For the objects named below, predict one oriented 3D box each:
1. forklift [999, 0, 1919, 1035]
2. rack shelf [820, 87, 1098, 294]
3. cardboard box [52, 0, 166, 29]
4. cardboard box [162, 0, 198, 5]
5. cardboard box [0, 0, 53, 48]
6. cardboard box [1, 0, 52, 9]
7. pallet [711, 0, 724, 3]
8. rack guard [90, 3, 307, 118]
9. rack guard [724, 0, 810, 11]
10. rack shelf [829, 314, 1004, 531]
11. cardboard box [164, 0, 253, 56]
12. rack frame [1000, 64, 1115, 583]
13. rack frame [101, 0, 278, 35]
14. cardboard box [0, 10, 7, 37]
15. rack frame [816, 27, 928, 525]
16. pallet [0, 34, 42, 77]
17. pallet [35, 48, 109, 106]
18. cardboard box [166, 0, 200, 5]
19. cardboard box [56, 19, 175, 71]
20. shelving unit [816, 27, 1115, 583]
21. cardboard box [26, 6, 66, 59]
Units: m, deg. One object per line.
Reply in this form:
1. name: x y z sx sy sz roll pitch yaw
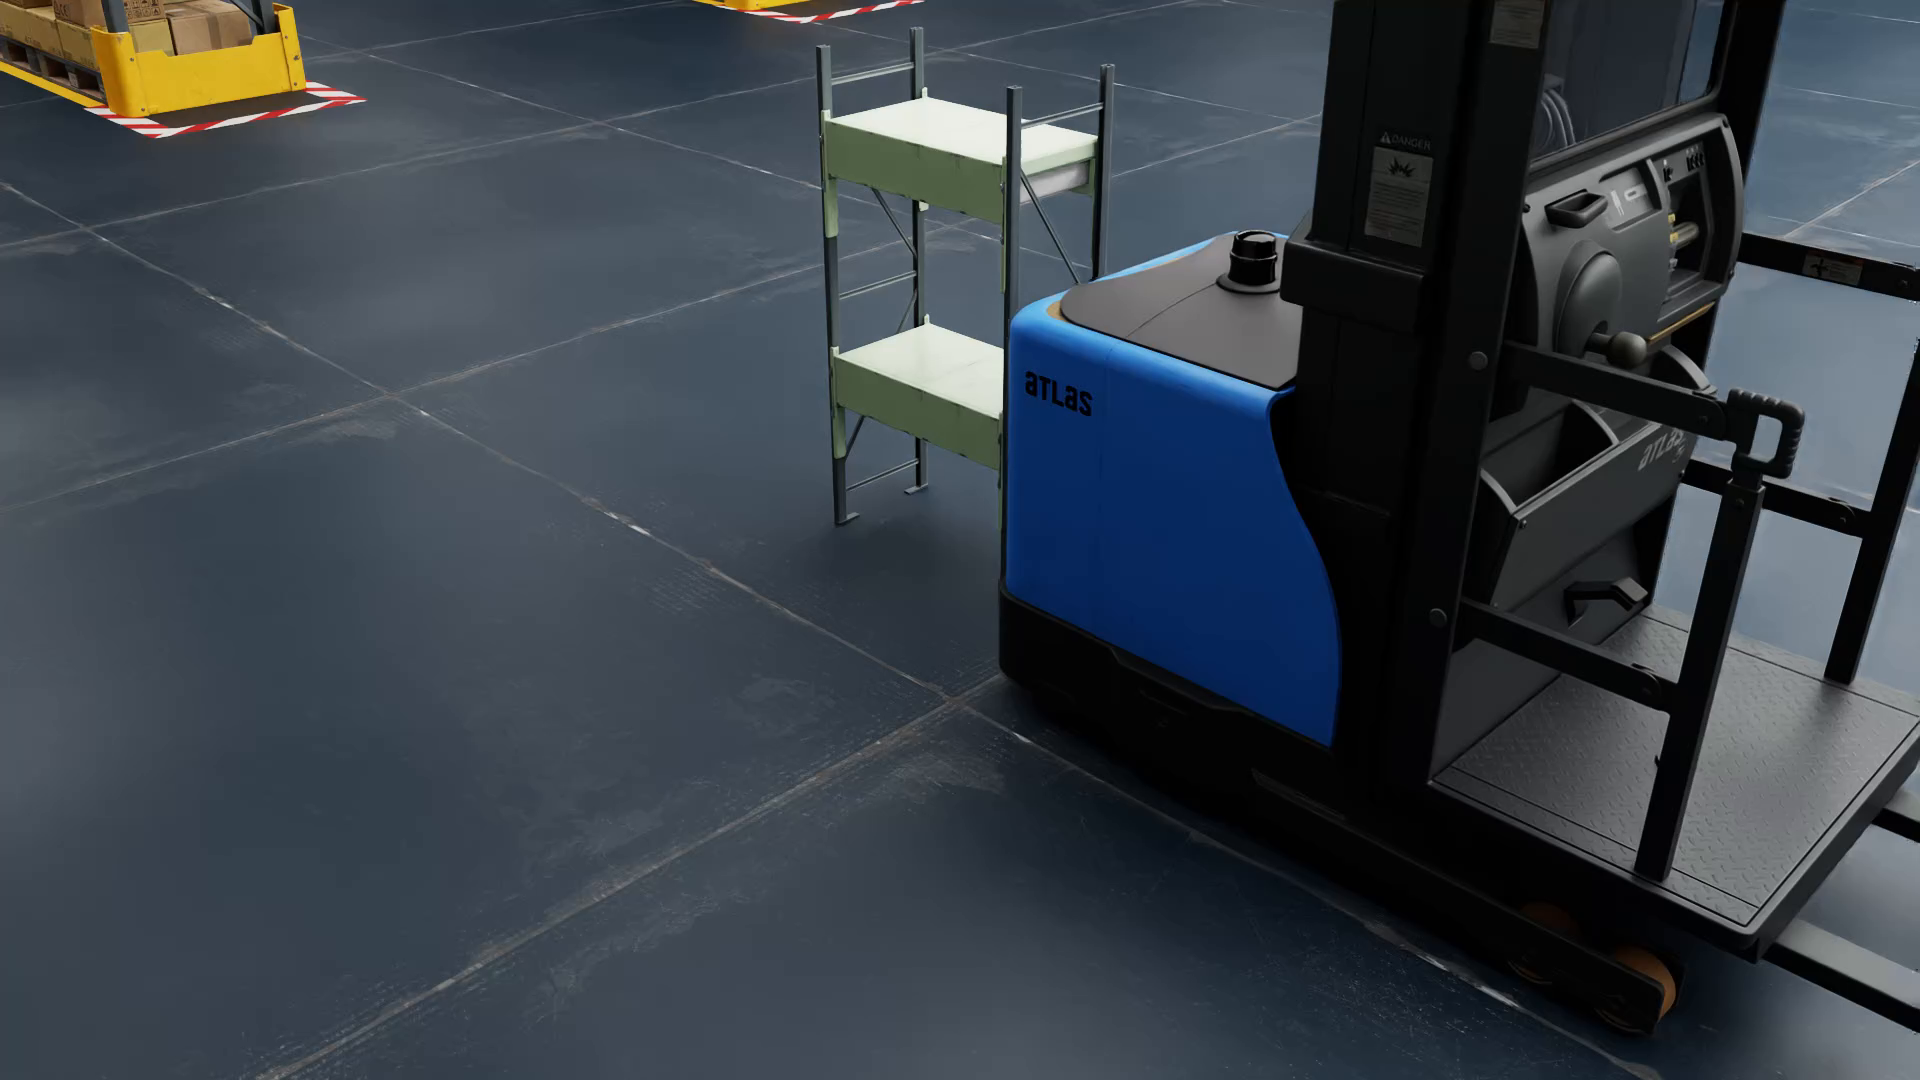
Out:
1. forklift: 1.506 -0.579 3.203 3.031 2.935 1.130 25 36 38
2. rack shelf: 0.005 -1.007 4.715 0.720 0.370 0.431 25 36 38
3. cardboard box: -5.385 -3.528 10.433 0.500 0.500 0.500 25 36 38
4. cardboard box: -5.379 -3.863 11.071 0.500 0.500 0.500 25 36 38
5. cardboard box: -6.107 -3.518 11.221 0.500 0.250 0.500 25 36 38
6. cardboard box: -6.109 -3.849 11.045 0.500 0.500 0.500 25 36 38
7. pallet: -1.982 -4.835 14.219 1.213 0.211 1.003 25 36 38
8. rack guard: -4.777 -3.036 10.487 0.348 0.500 1.175 25 36 38
9. rack guard: -1.406 -4.696 13.644 0.348 0.500 1.175 25 36 38
10. rack shelf: 0.005 -0.373 5.049 0.720 0.370 0.431 25 36 38
11. cardboard box: -5.021 -3.368 10.936 0.500 0.250 0.500 25 36 38
12. rack frame: 0.266 -0.542 4.670 0.023 1.500 0.400 25 36 38
13. rack frame: -4.794 -4.151 9.921 0.127 3.000 1.000 25 36 38
14. cardboard box: -6.462 -3.682 11.532 0.500 0.250 0.500 25 36 38
15. rack frame: -0.256 -0.781 5.124 0.023 1.500 0.400 25 36 38
16. pallet: -6.235 -3.550 11.775 1.213 0.211 1.003 25 36 38
17. pallet: -5.369 -3.152 11.018 1.213 0.211 1.003 25 36 38
18. cardboard box: -5.380 -3.530 11.244 0.500 0.250 0.500 25 36 38
19. cardboard box: -5.384 -3.196 10.609 0.500 0.250 0.500 25 36 38
20. shelving unit: 0.005 -0.662 4.897 0.755 1.500 0.431 25 36 38
21. cardboard box: -5.749 -3.356 10.912 0.500 0.250 0.500 25 36 38
